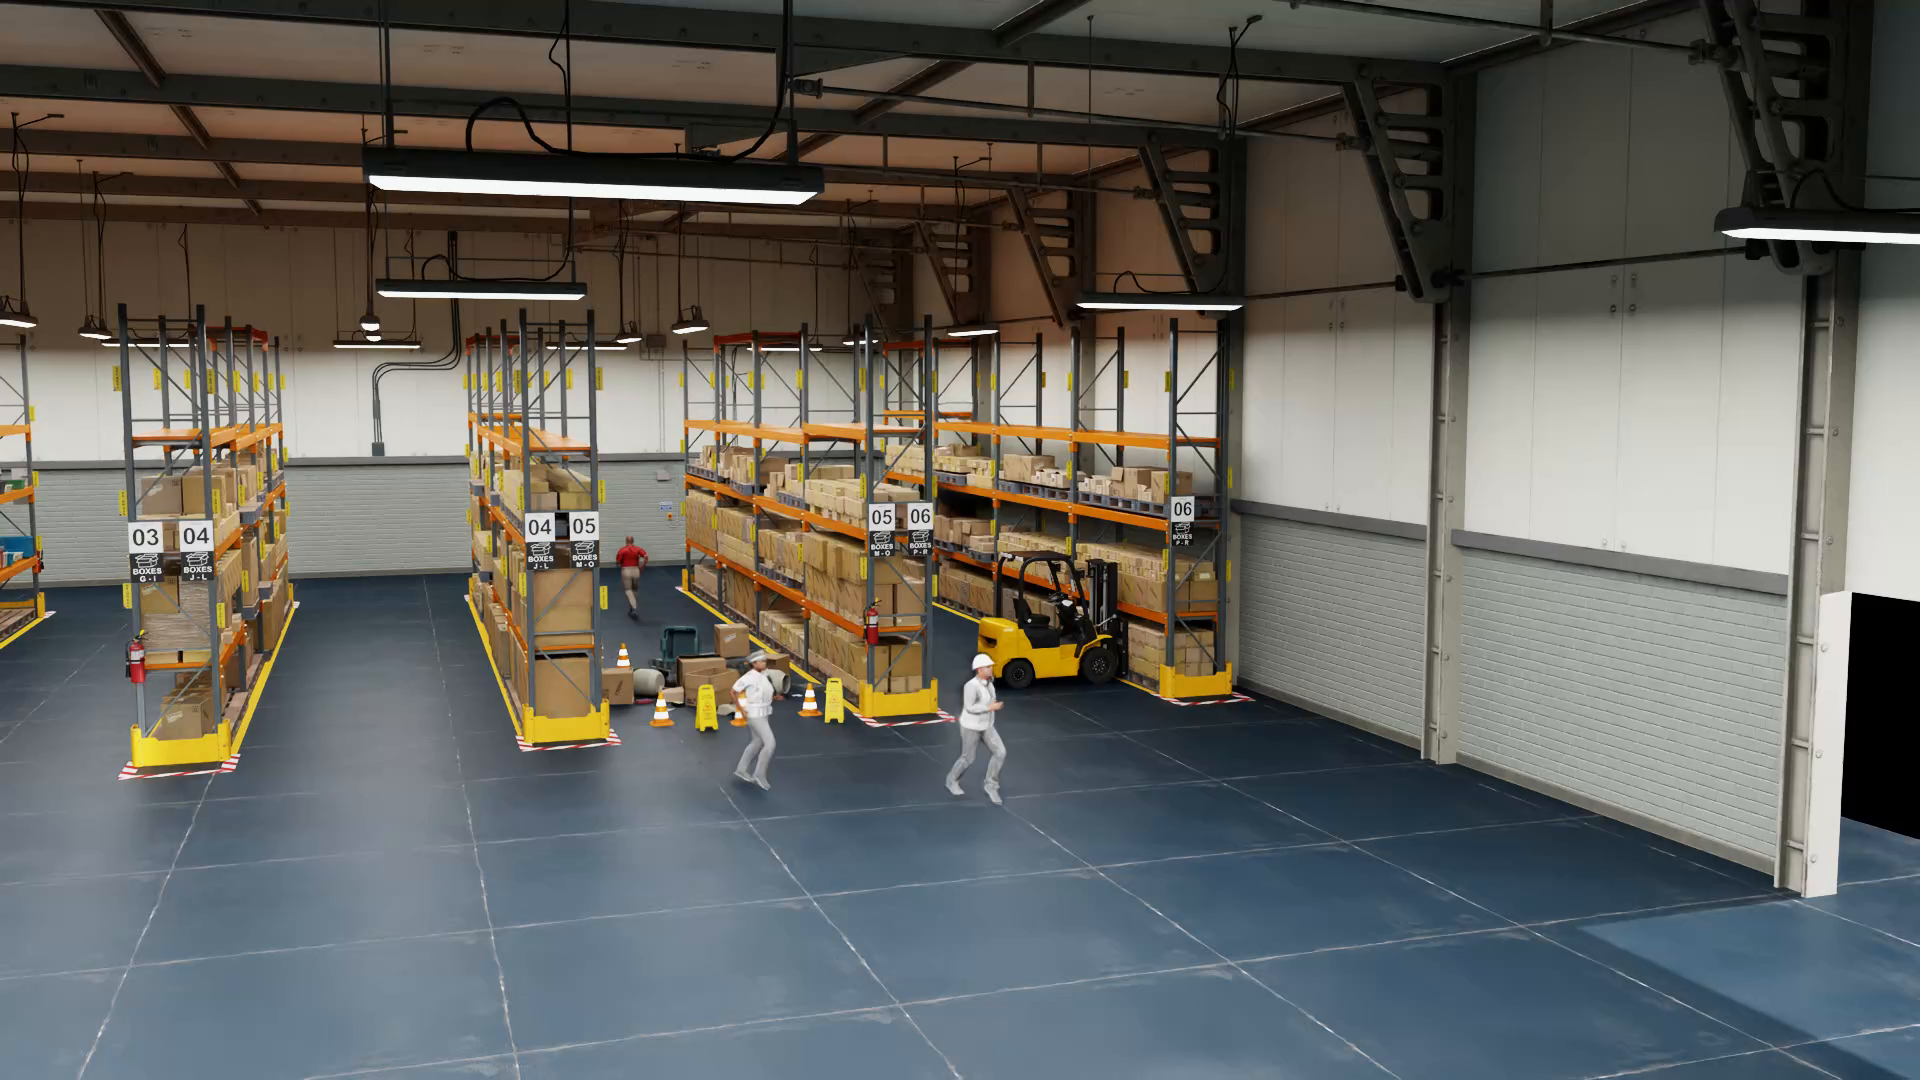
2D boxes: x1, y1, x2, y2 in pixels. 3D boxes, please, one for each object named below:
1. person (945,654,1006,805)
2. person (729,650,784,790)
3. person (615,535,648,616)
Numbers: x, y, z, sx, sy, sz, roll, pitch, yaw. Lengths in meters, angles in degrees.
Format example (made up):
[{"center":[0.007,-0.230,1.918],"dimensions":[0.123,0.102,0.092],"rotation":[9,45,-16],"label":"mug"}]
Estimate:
[{"center":[0.186,2.251,19.851],"dimensions":[0.849,1.811,0.678],"rotation":[3,6,32],"label":"person"},{"center":[-2.489,2.221,20.583],"dimensions":[0.714,1.740,0.545],"rotation":[2,6,20],"label":"person"},{"center":[-7.015,0.780,35.425],"dimensions":[0.658,1.756,0.963],"rotation":[-3,6,-29],"label":"person"}]
